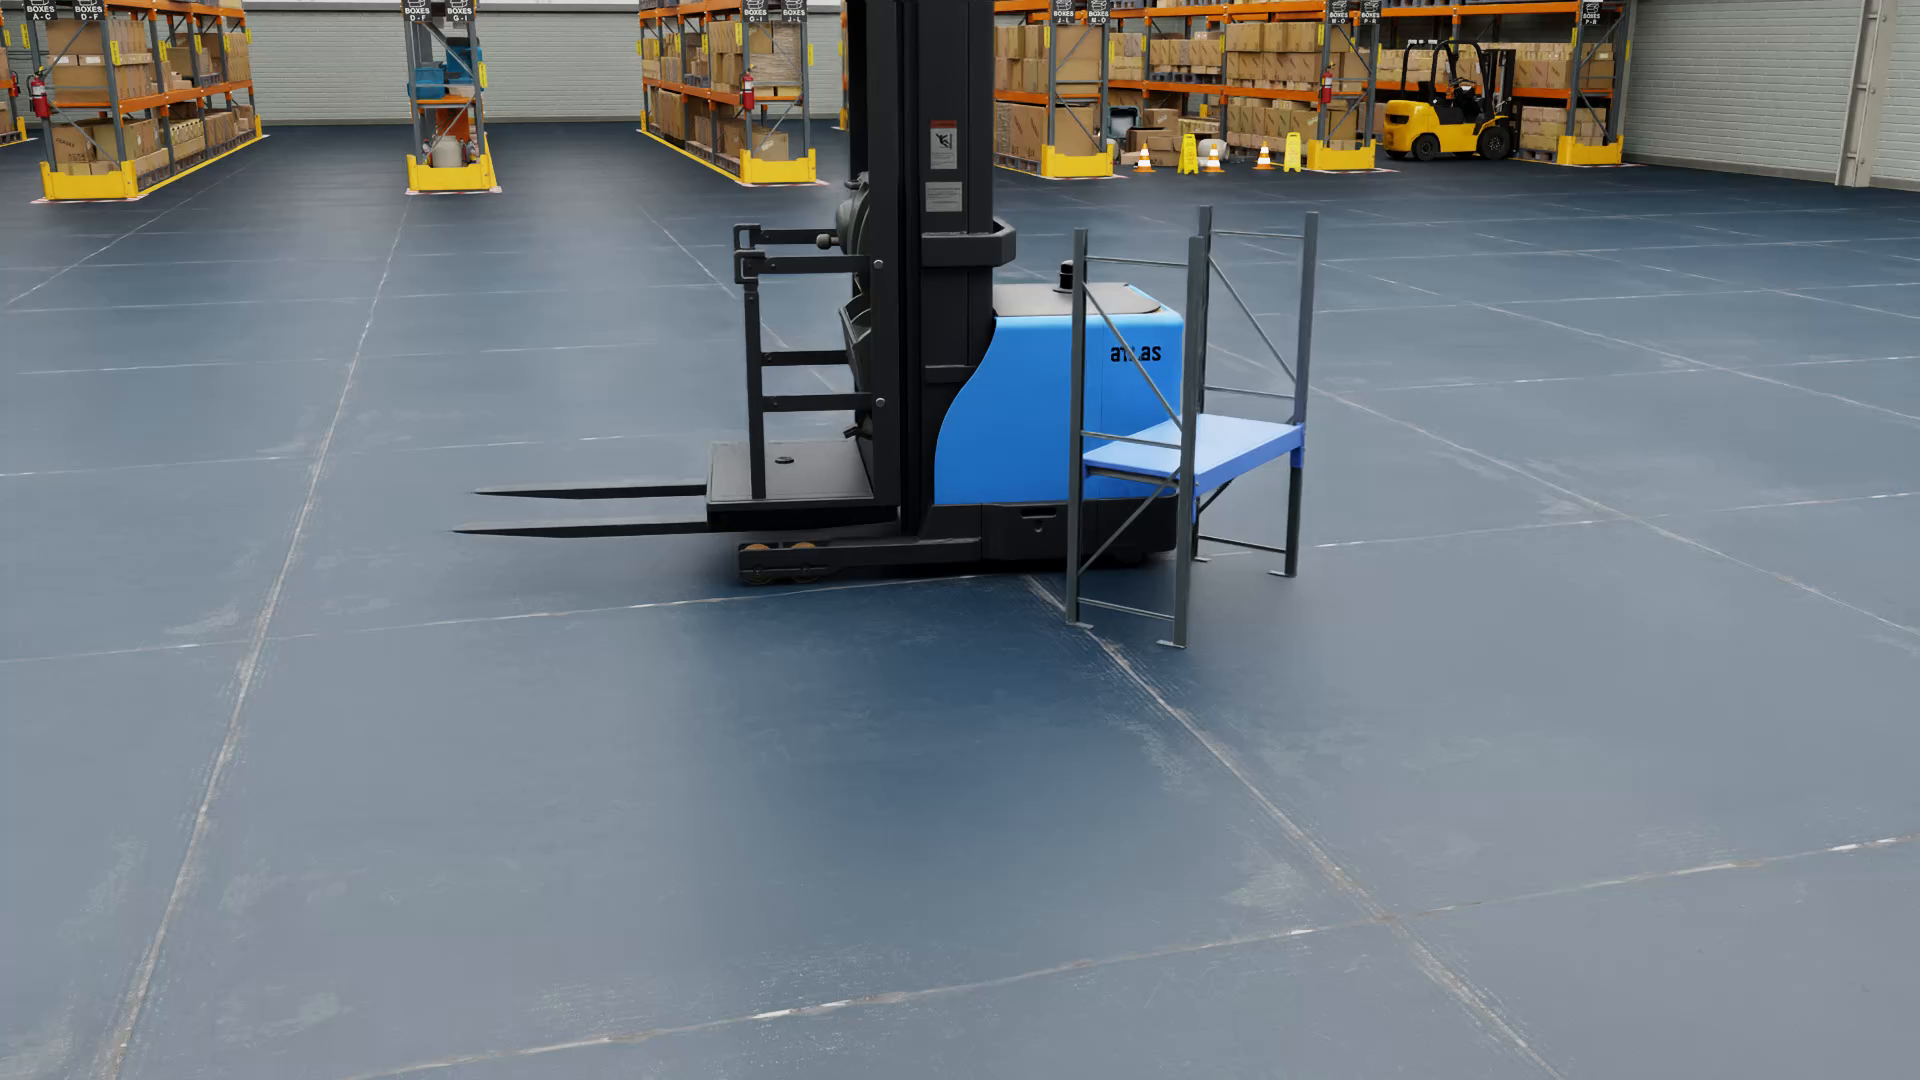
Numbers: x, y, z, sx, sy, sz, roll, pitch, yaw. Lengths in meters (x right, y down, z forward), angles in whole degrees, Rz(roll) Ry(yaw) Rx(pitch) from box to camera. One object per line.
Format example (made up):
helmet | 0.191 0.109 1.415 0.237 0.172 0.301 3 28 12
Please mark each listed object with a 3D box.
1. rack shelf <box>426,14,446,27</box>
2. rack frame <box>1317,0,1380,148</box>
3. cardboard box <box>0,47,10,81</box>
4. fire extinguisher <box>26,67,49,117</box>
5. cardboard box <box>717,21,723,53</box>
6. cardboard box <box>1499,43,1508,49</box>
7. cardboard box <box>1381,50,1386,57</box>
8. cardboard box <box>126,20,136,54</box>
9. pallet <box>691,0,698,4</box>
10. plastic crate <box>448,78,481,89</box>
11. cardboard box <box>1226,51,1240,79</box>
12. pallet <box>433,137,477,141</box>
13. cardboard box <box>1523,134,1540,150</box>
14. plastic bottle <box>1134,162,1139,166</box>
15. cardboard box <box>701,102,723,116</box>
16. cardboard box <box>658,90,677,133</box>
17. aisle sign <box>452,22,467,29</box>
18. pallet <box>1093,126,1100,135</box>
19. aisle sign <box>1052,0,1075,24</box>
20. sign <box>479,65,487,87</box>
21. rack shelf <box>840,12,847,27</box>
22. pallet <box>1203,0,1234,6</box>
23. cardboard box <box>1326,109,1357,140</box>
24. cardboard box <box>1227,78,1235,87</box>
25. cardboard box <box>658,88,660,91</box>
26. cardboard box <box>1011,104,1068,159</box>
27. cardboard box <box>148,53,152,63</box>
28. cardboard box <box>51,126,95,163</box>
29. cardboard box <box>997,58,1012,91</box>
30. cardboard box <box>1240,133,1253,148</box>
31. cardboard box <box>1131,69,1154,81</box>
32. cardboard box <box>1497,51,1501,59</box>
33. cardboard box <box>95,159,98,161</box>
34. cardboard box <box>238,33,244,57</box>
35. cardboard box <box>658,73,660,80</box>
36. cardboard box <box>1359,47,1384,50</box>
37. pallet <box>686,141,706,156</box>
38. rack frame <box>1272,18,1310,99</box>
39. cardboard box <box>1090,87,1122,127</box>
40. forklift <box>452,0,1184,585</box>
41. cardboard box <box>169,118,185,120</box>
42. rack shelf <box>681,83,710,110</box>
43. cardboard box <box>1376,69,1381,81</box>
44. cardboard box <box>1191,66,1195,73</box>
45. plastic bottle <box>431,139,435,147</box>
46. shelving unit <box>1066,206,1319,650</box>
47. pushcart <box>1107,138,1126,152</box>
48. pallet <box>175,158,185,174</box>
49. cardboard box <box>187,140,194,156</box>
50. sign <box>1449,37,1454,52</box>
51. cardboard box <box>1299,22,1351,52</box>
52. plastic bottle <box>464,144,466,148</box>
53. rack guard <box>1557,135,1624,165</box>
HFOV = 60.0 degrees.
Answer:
rack shelf | -11.474 -11.691 37.196 1.077 0.370 4.000 -5 17 -15
rack frame | 6.664 -7.902 28.544 1.000 3.000 0.127 -5 17 -15
cardboard box | -21.399 -10.373 36.248 0.980 0.700 0.700 -4 17 -13
fire extinguisher | -12.804 -6.230 23.112 0.296 0.674 0.183 -5 17 -15
cardboard box | -3.809 -8.473 28.017 0.500 0.500 0.500 -5 17 -15
cardboard box | 10.569 -9.441 31.850 0.380 0.149 0.250 -5 17 -15
cardboard box | 9.295 -10.541 36.030 0.380 0.149 0.250 -4 17 -15
cardboard box | -13.084 -7.711 25.481 0.700 0.500 0.500 -5 17 -15
pallet | -4.319 -10.037 30.766 1.213 0.211 1.003 -5 17 -15
plastic crate | -8.161 -7.477 27.390 0.499 0.251 0.616 -5 17 -15
cardboard box | 5.418 -9.055 31.692 0.500 0.500 0.500 -5 17 -15
pallet | -10.414 -8.156 34.237 1.003 0.211 1.213 -5 17 -15
cardboard box | 10.875 -7.423 30.999 0.500 0.250 0.500 -5 17 -15
plastic bottle | 3.218 -6.730 29.750 0.133 0.061 0.283 -12 20 -34
cardboard box | -4.850 -8.521 32.882 0.500 0.250 0.500 -4 17 -13
cardboard box | -5.967 -9.446 36.647 1.225 0.875 0.875 -5 17 -15
aisle sign | -11.762 -12.441 39.135 0.394 0.787 0.004 -5 17 -15
pallet | 3.651 -9.678 39.305 1.003 0.211 1.213 -5 17 -15
aisle sign | 1.663 -8.684 26.630 0.394 0.787 0.004 -5 17 -15
sign | -7.096 -6.902 24.733 0.100 0.325 0.005 -5 17 -15
rack shelf | -1.915 -12.447 39.712 1.077 0.370 4.000 -5 17 -15
pallet | 5.498 -10.534 32.420 1.213 0.211 1.003 -5 17 -15
cardboard box | 6.701 -7.397 29.609 0.500 0.500 0.500 -5 18 -17
cardboard box | 5.343 -8.776 31.889 0.380 0.149 0.250 -5 17 -16
cardboard box | -6.514 -10.059 38.689 0.875 0.875 0.875 -5 17 -15
cardboard box | 1.439 -7.092 28.810 0.875 0.875 0.875 -5 17 -16
cardboard box | -13.209 -7.743 26.714 0.380 0.149 0.250 -5 17 -15
cardboard box | -12.824 -5.705 23.975 0.500 0.500 0.500 -5 17 -15
cardboard box | 1.154 -8.251 29.445 0.875 0.550 0.550 -5 17 -15
cardboard box | 5.625 -7.561 31.460 0.500 0.250 0.500 -4 17 -12
cardboard box | 4.077 -10.162 36.330 0.500 0.250 0.500 -5 18 -17
cardboard box | 10.495 -9.295 31.881 0.380 0.149 0.250 -5 18 -17
cardboard box | -12.971 -5.483 24.541 0.500 0.250 0.500 -5 17 -15
cardboard box | -16.114 -10.905 36.629 0.500 0.500 0.500 -4 17 -14
cardboard box | -6.561 -10.376 37.217 0.380 0.149 0.250 -5 17 -15
cardboard box | 9.246 -10.912 37.661 0.500 0.500 0.500 -4 17 -13
pallet | -4.850 -7.780 32.984 1.003 0.211 1.213 -5 17 -15
rack frame | 8.138 -11.615 40.904 1.000 3.000 0.127 -5 17 -15
cardboard box | 3.614 -10.240 39.290 0.875 0.875 0.875 -4 17 -14
forklift | -0.621 -1.380 6.952 3.031 2.935 1.130 -2 17 -7
cardboard box | -15.072 -7.803 31.795 0.500 0.500 0.500 -4 17 -13
rack shelf | -4.513 -8.434 31.565 1.077 0.370 4.000 -5 17 -15
cardboard box | 9.258 -10.155 36.305 0.500 0.250 0.500 -5 17 -16
cardboard box | 4.891 -9.493 33.548 0.380 0.149 0.250 -5 17 -15
plastic bottle | -8.764 -6.531 27.819 0.144 0.351 0.185 -5 17 -15
shelving unit | 0.906 -0.480 6.443 0.538 1.500 1.048 11 20 32
pushcart | 3.386 -7.558 31.959 1.648 0.377 0.936 -12 20 -34
pallet | -13.730 -6.308 28.085 1.003 0.211 1.213 -5 17 -15
cardboard box | -13.785 -6.883 29.203 0.500 0.250 0.500 -4 17 -14
sign | 9.817 -9.873 33.231 0.100 0.325 0.005 -5 17 -15
cardboard box | 6.314 -8.695 28.756 0.700 0.500 0.500 -5 17 -17
plastic bottle | -8.222 -6.430 27.601 0.061 0.283 0.133 -5 17 -15
rack guard | 11.442 -7.092 30.192 1.175 0.500 0.348 -5 17 -15
